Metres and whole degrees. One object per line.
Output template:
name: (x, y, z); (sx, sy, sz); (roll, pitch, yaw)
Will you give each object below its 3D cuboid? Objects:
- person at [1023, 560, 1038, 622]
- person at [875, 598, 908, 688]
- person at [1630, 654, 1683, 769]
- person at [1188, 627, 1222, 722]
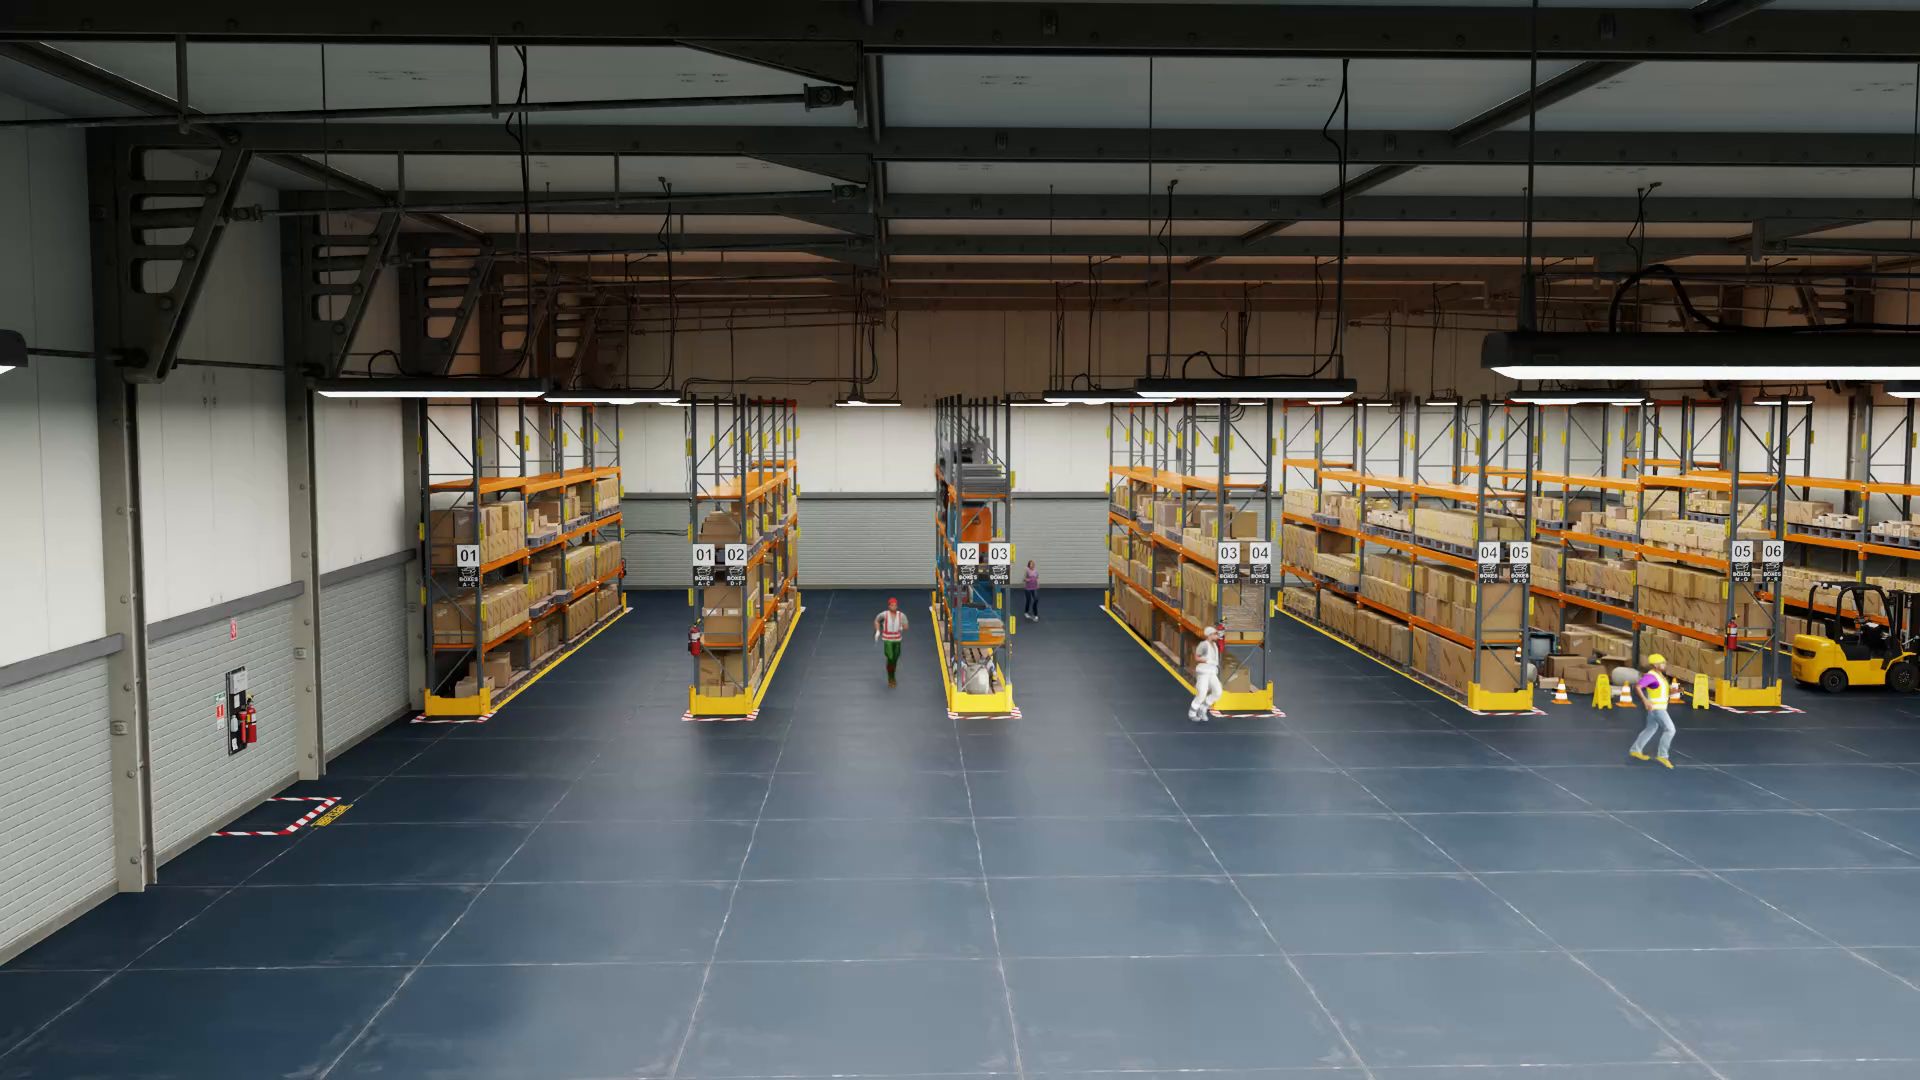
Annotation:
person: (1.926, 1.366, 45.053); (0.523, 1.634, 0.709); (-1, 5, -17)
person: (-1.402, 2.117, 34.408); (0.643, 1.844, 0.876); (-1, 5, -18)
person: (11.180, 2.740, 26.703); (0.765, 1.828, 0.669); (2, 5, 26)
person: (4.580, 2.458, 30.467); (0.662, 1.732, 0.612); (-4, 6, -40)
